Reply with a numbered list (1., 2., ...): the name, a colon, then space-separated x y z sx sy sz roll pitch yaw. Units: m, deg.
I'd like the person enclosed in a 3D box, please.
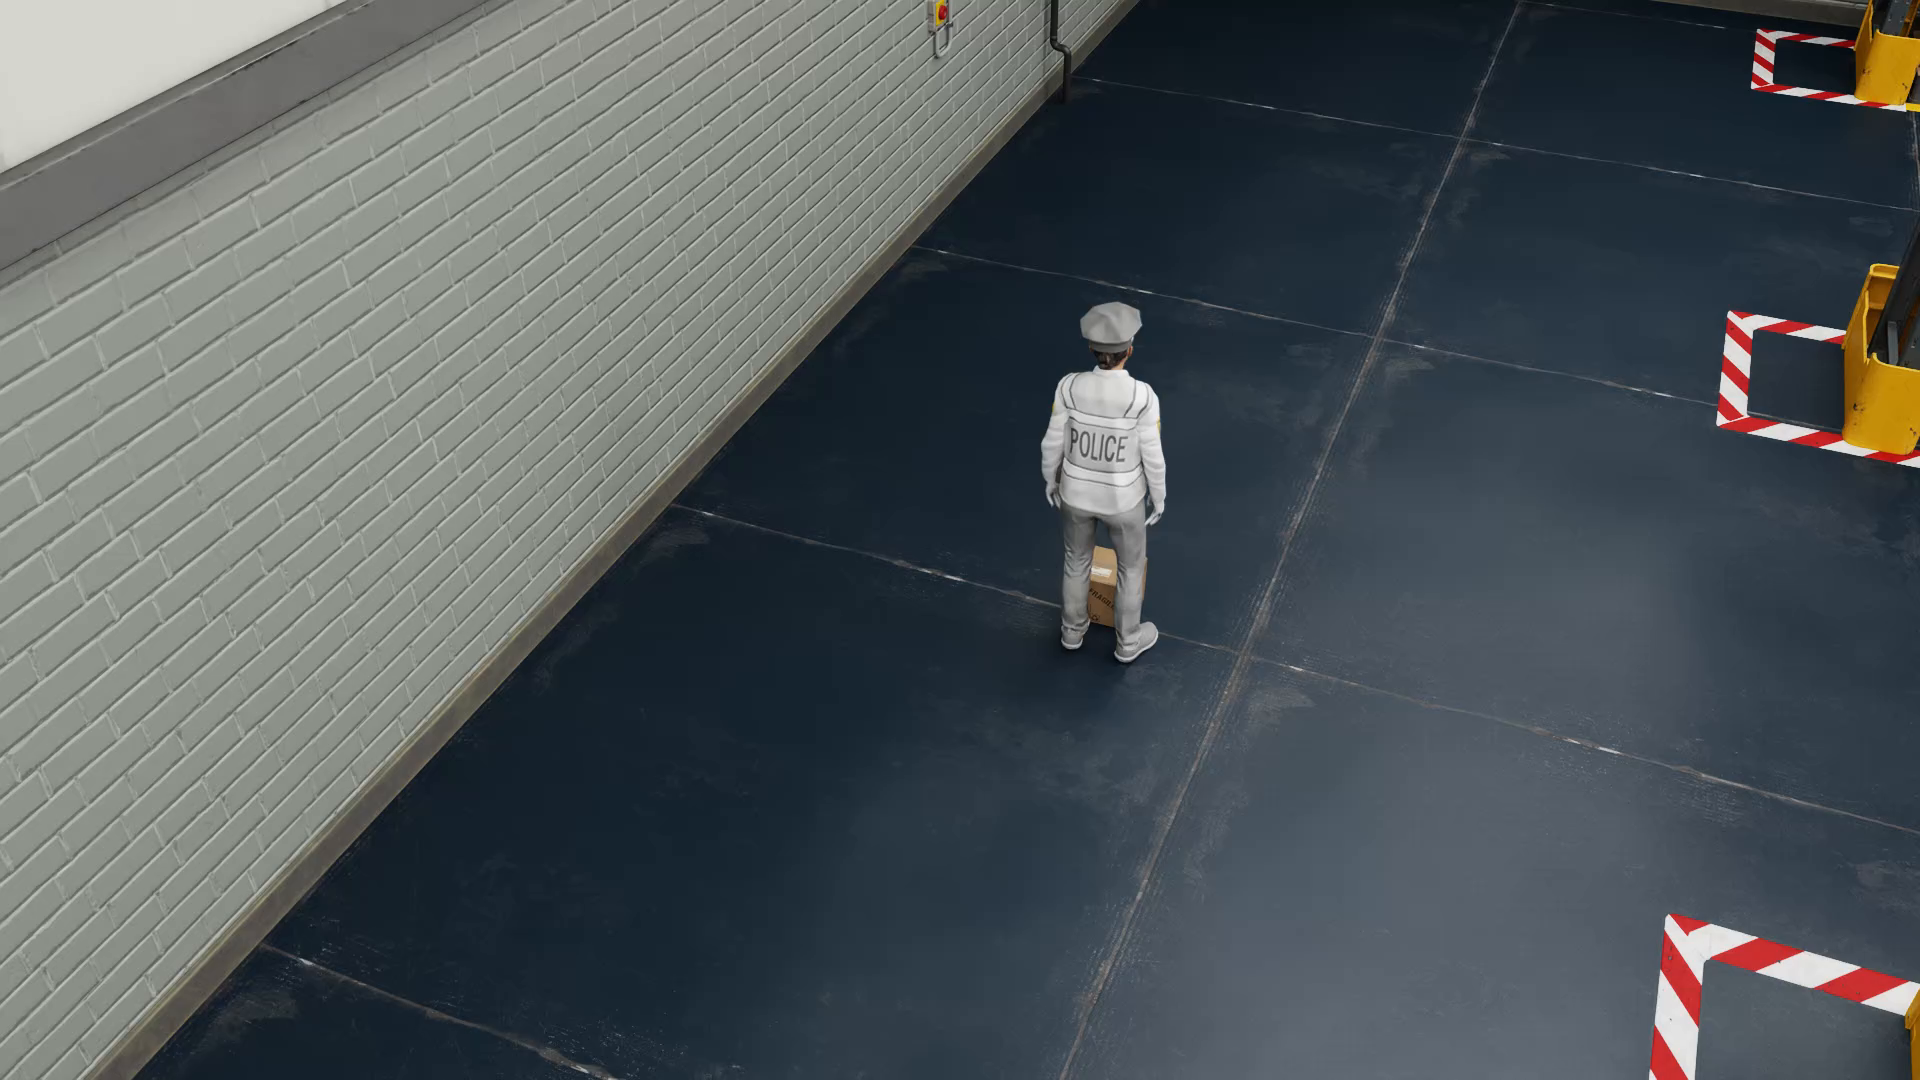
1. person: 0.610 -0.202 7.074 0.547 1.667 0.370 12 39 15
